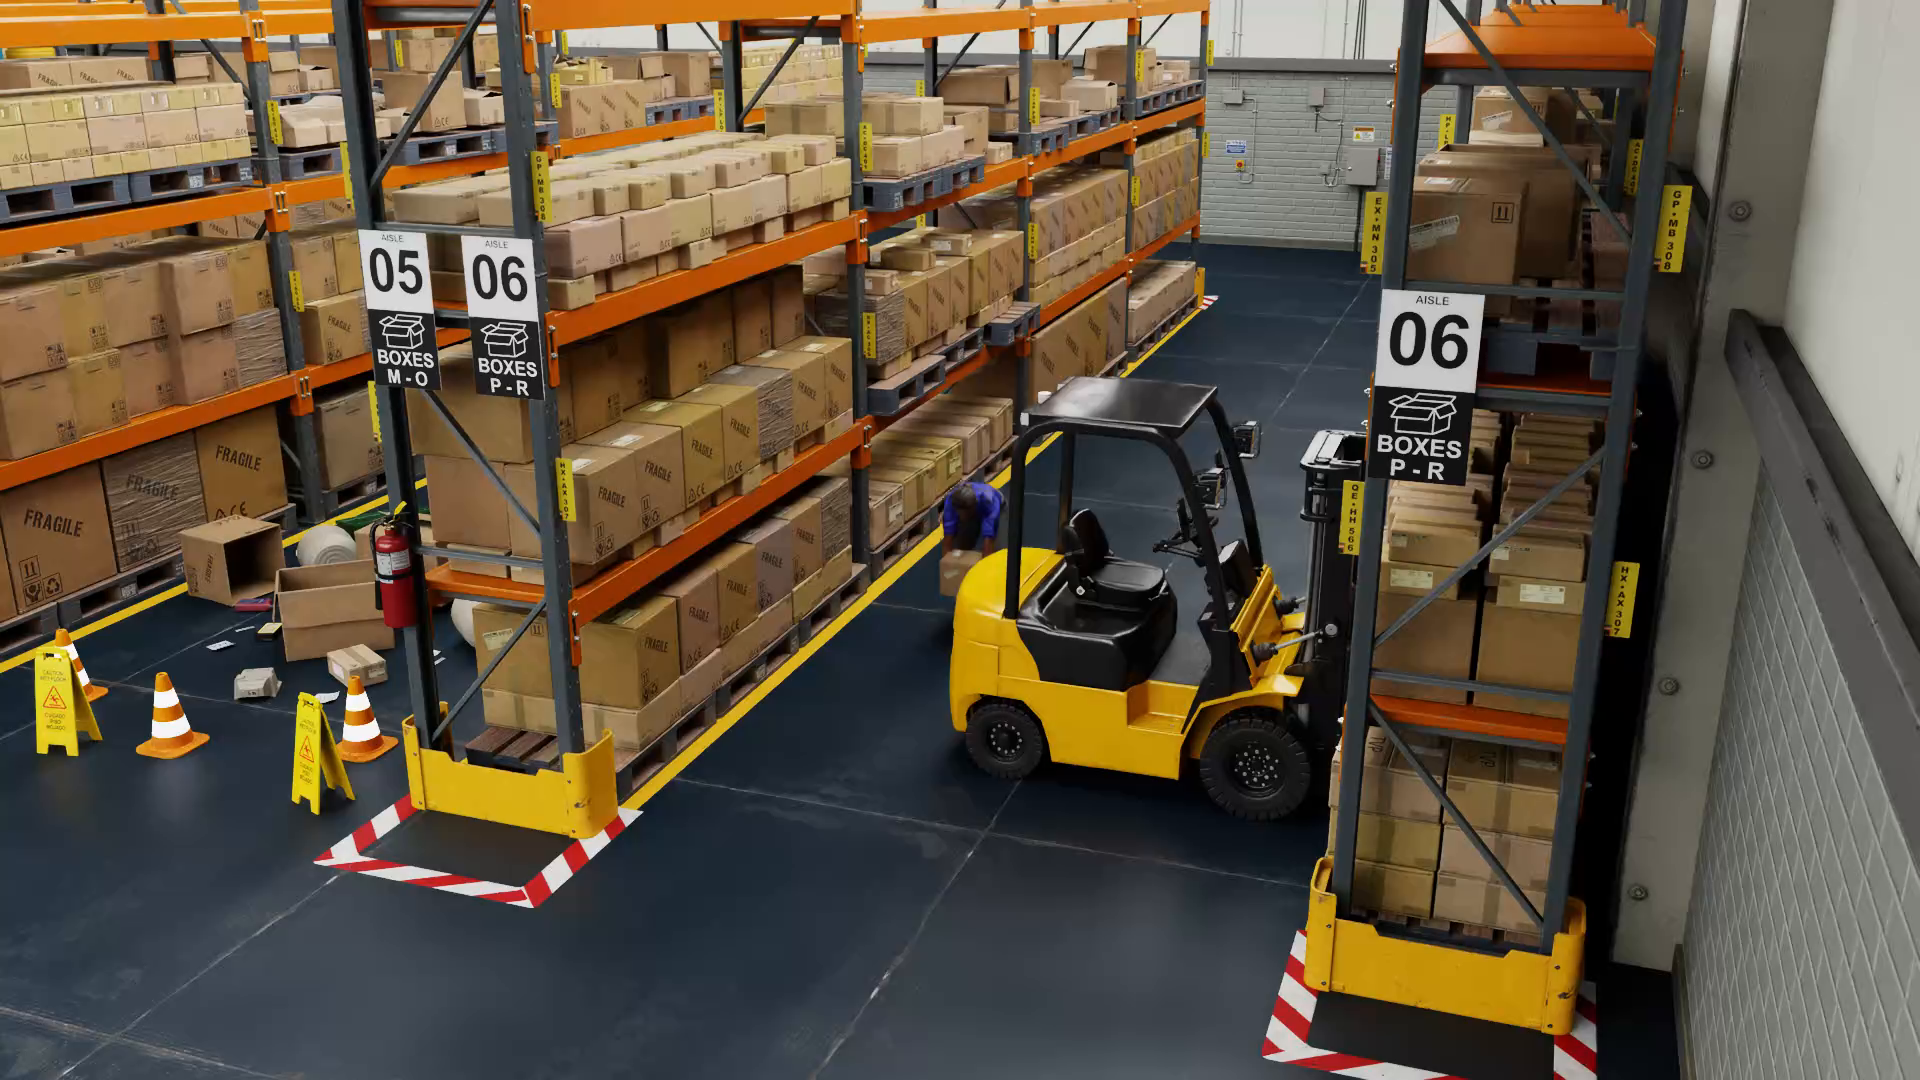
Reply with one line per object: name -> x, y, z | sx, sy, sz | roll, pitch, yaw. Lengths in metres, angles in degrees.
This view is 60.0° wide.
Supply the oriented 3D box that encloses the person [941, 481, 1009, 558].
person -> 0.110, 0.084, 11.627 | 0.443, 1.144, 0.843 | 6, 20, 16
